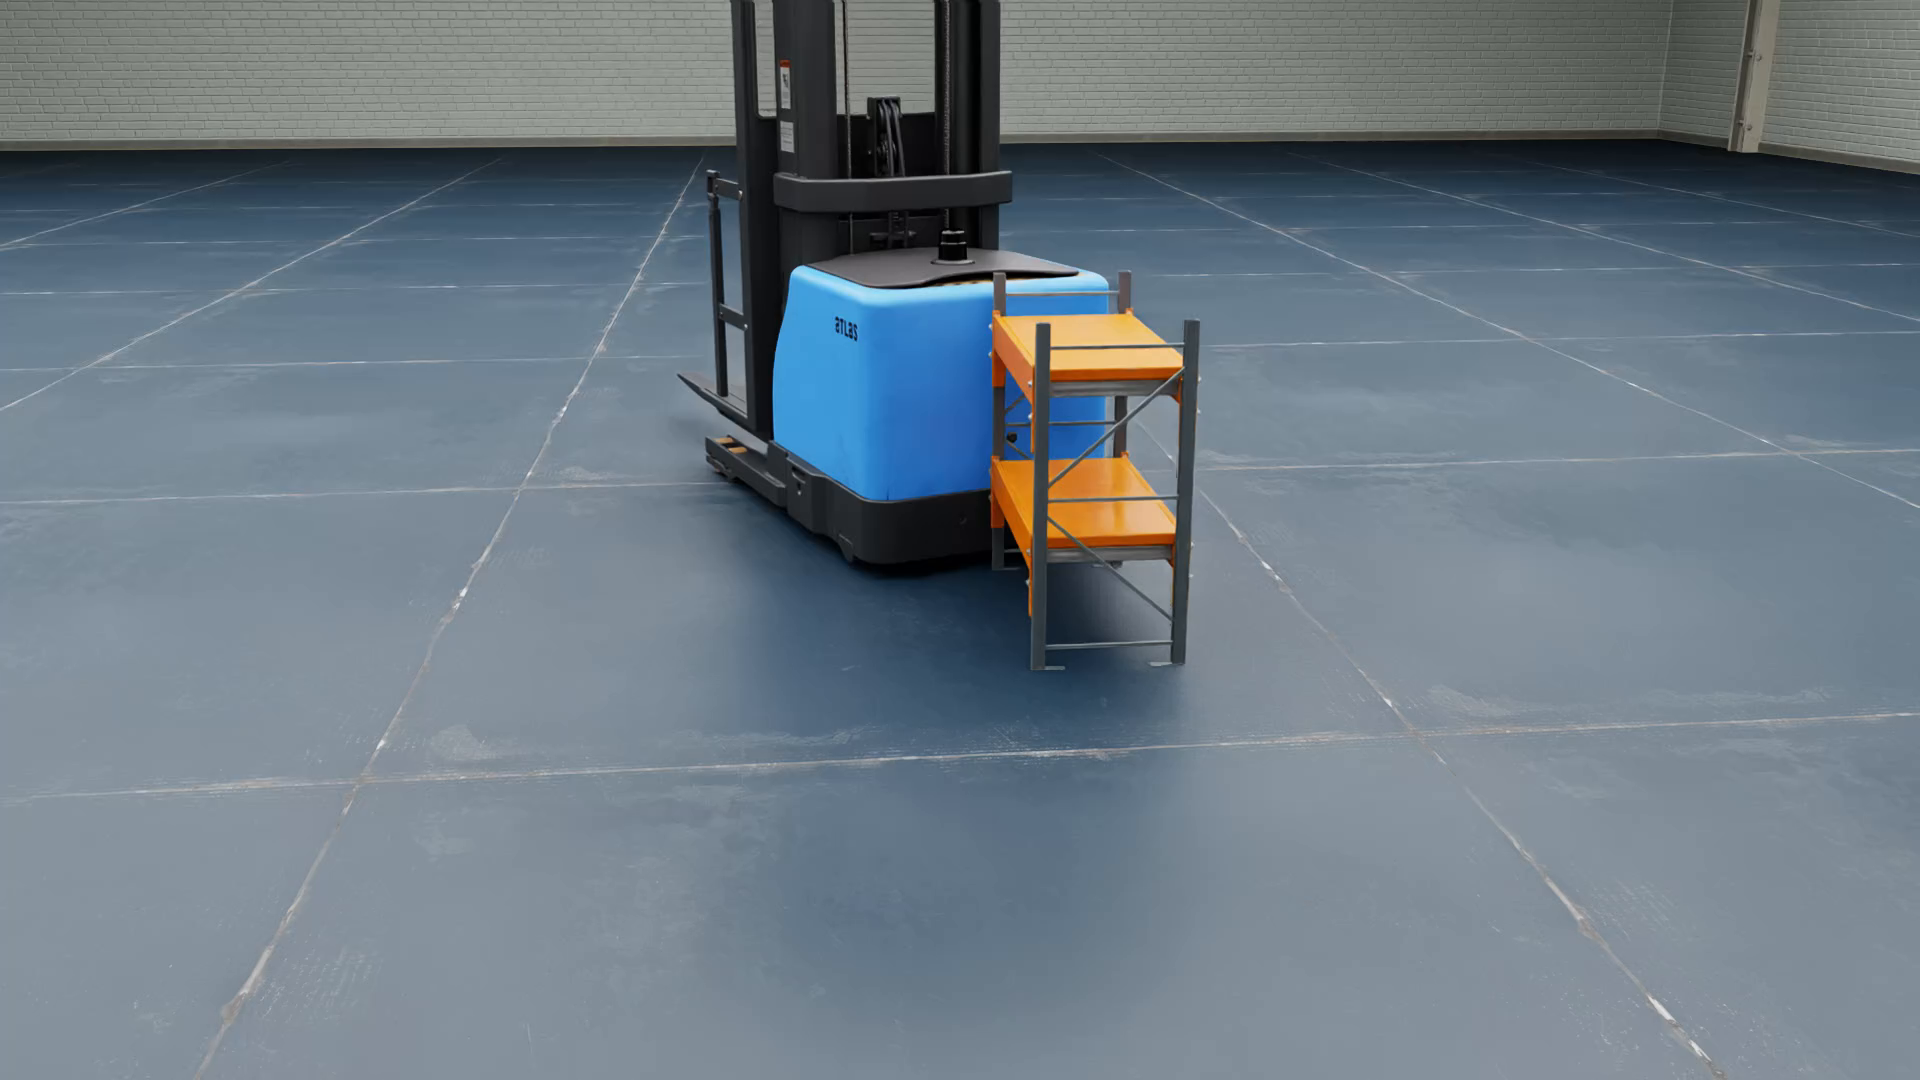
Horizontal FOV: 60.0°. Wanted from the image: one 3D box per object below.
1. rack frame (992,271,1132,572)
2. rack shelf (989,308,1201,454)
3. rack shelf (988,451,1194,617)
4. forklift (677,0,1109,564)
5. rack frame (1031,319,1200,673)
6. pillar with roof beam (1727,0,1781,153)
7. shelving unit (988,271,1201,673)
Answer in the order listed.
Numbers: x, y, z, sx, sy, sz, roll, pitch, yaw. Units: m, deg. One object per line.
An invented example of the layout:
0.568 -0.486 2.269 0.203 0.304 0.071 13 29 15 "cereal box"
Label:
0.370 -0.428 6.161 0.500 1.125 0.032 -2 18 -6 "rack frame"
0.424 -0.556 5.592 0.538 0.278 1.000 -2 18 -6 "rack shelf"
0.424 -0.043 5.752 0.538 0.278 1.000 -2 18 -6 "rack shelf"
-0.519 -1.705 7.214 1.130 2.935 3.031 -8 19 -25 "forklift"
0.478 -0.125 5.197 0.500 1.125 0.032 -2 18 -6 "rack frame"
8.005 -10.253 24.312 9.100 9.000 0.400 -2 18 -6 "pillar with roof beam"
0.424 -0.276 5.679 0.538 1.125 1.048 -2 18 -6 "shelving unit"
